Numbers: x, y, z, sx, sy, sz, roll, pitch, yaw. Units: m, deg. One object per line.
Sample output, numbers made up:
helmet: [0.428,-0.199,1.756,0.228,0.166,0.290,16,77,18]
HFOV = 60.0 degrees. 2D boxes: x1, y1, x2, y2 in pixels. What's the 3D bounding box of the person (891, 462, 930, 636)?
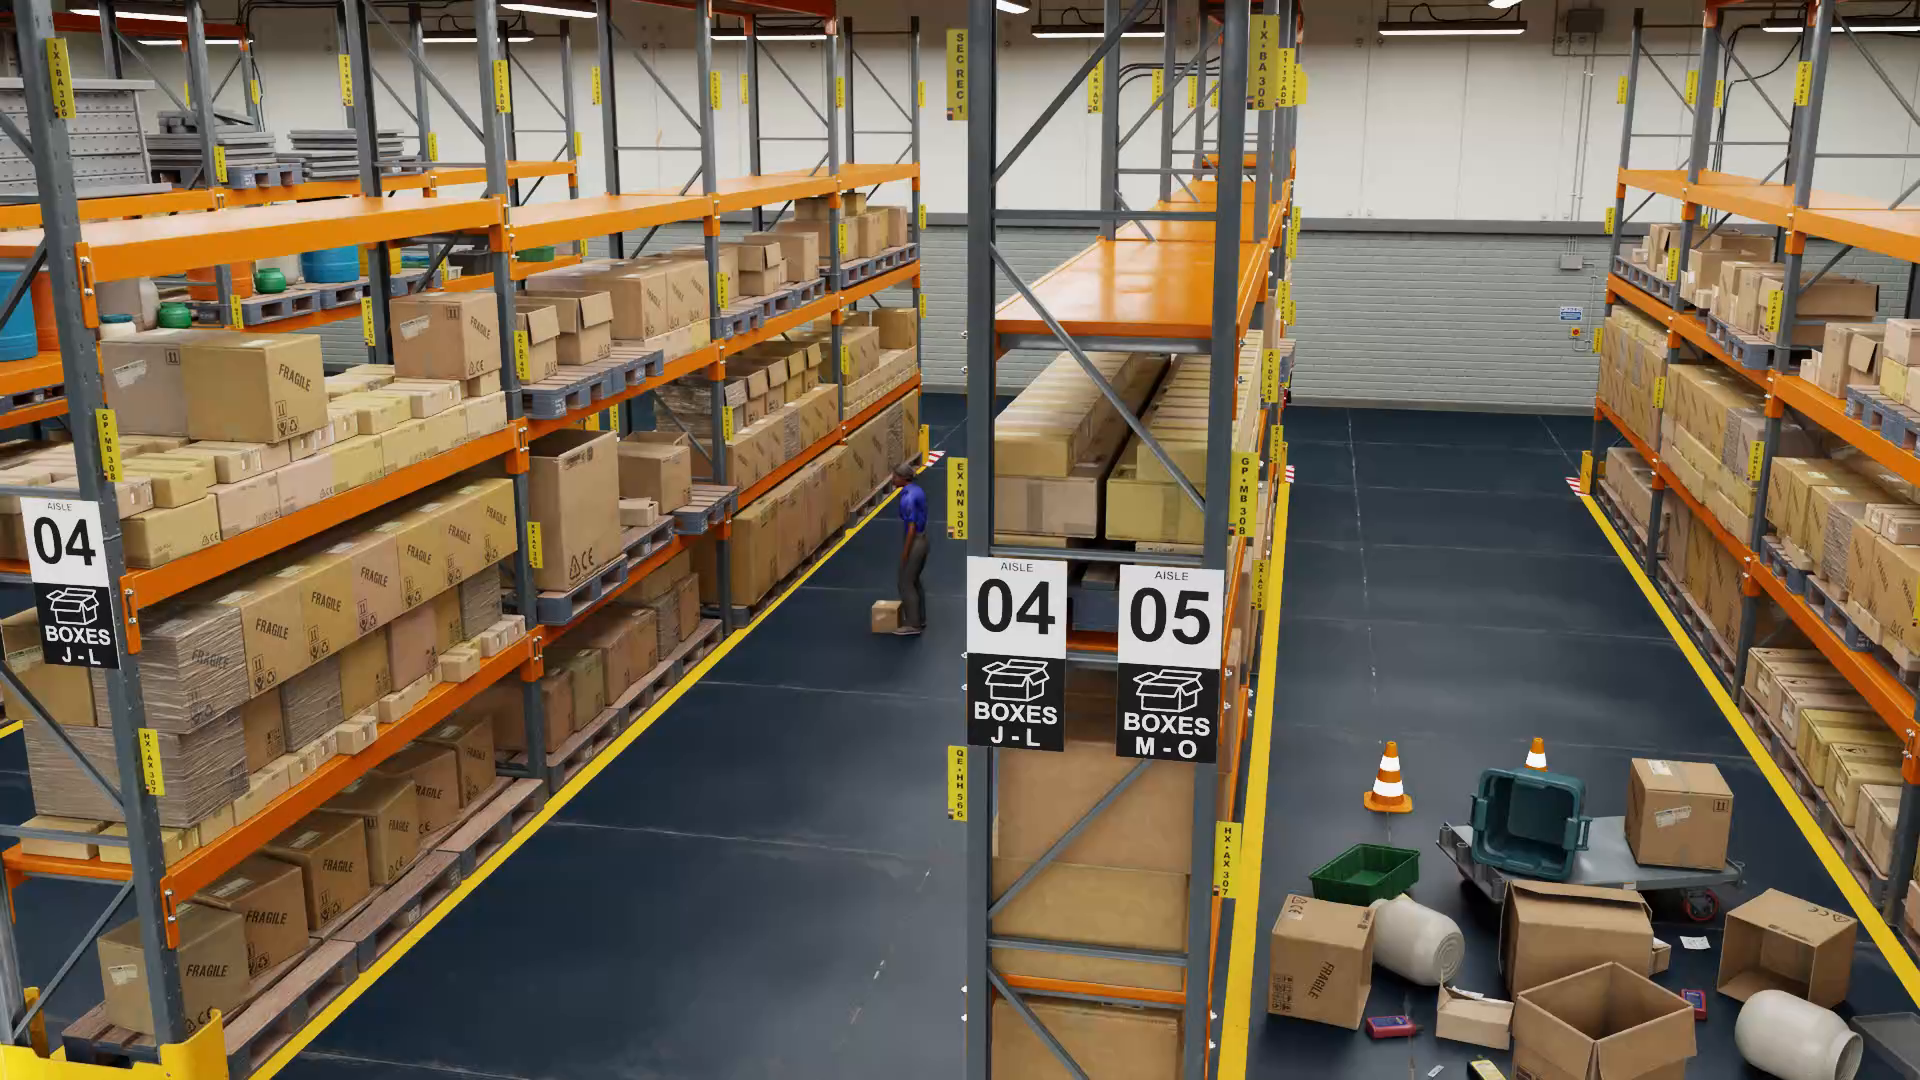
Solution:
person: [-0.466,0.068,15.766,0.349,1.653,0.512,2,15,9]
